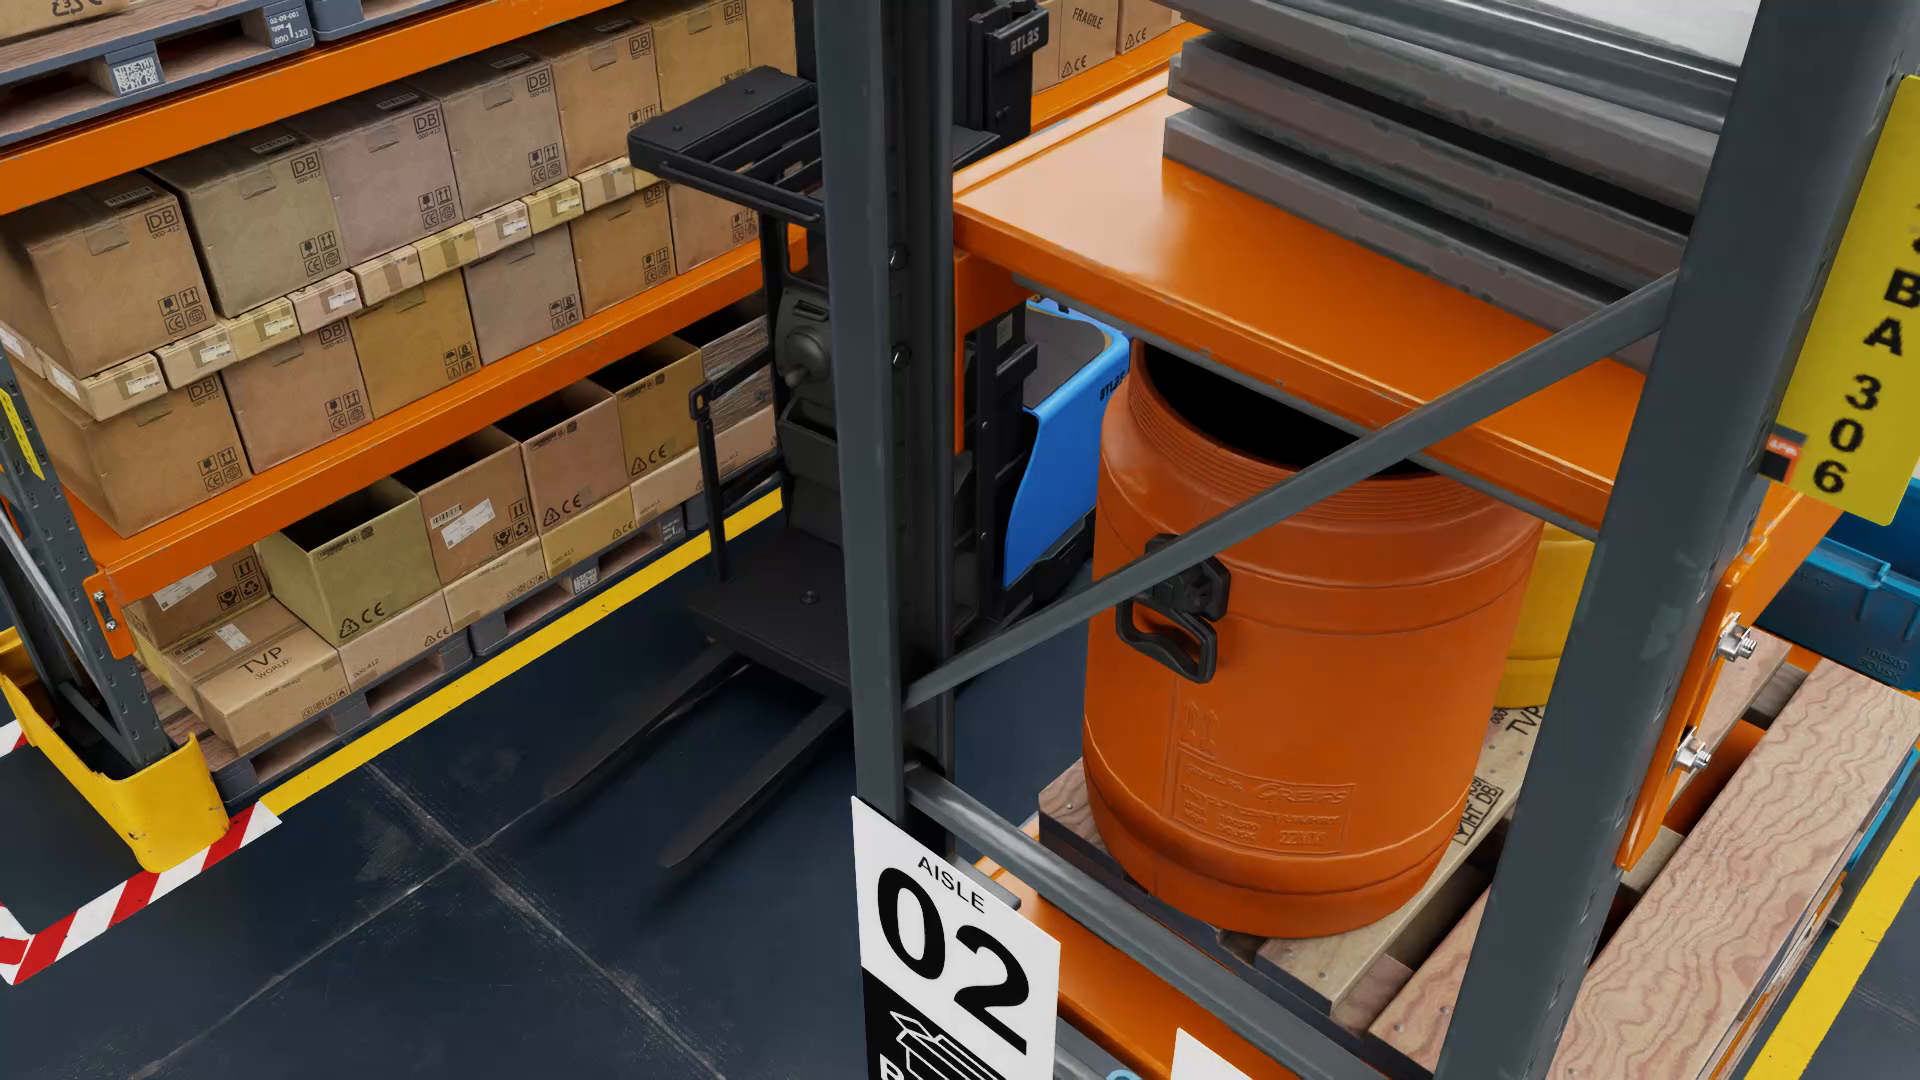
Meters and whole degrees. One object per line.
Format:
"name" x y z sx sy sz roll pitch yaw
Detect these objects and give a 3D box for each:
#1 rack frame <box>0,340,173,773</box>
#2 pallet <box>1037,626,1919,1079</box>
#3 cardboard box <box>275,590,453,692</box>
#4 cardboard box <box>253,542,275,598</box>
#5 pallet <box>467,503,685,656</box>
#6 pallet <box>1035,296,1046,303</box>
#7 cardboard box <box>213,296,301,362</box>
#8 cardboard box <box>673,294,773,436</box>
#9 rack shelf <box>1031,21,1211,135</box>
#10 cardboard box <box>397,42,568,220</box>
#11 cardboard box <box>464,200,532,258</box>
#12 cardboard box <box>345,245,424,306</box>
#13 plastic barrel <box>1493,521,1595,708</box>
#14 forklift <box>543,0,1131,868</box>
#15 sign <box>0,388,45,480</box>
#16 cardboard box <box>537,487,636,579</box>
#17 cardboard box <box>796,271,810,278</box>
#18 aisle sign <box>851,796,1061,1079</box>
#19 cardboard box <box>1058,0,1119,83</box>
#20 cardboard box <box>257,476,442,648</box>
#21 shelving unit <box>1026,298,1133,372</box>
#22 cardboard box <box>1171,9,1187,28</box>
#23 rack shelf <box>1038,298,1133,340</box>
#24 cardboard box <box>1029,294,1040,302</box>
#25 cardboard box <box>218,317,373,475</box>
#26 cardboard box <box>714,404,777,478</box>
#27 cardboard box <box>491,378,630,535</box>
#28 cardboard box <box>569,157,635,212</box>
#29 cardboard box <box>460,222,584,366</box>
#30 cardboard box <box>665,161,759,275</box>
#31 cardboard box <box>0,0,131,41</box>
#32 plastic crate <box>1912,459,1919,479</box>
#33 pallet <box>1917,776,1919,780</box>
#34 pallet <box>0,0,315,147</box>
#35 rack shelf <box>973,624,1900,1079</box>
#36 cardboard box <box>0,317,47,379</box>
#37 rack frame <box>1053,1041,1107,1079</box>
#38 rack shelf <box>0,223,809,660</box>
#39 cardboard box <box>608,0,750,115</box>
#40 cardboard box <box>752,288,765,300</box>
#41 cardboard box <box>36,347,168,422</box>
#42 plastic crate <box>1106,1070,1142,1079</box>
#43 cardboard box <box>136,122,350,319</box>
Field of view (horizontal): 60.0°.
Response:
"rack frame" -3.398 -0.207 5.883 1.000 3.000 0.127 30 47 32
"pallet" 0.886 0.436 2.817 1.003 0.211 1.213 30 47 32
"cardboard box" -2.537 0.321 7.092 0.500 0.250 0.500 30 47 32
"cardboard box" -2.926 0.100 7.370 0.500 0.250 0.500 30 47 32
"pallet" -2.090 -0.042 7.917 1.003 0.211 1.213 30 47 32
"pallet" -0.231 -1.308 9.509 1.003 0.211 1.213 30 47 32
"cardboard box" -2.629 -0.826 6.061 0.380 0.149 0.250 30 47 32
"cardboard box" -1.197 -0.896 8.020 0.500 0.500 0.500 30 47 32
"rack shelf" 0.650 -2.682 9.574 1.077 0.370 4.000 30 47 32
"cardboard box" -2.010 -1.693 6.630 0.700 0.500 0.500 30 47 32
"cardboard box" -1.937 -1.295 6.651 0.380 0.149 0.250 30 47 32
"cardboard box" -2.279 -1.065 6.361 0.380 0.149 0.250 28 46 31
"plastic barrel" 0.931 -0.114 2.868 0.600 0.588 0.600 0 38 0
"forklift" -0.477 -0.649 6.494 1.130 2.935 3.031 24 44 27
"sign" -2.992 -0.341 5.293 0.100 0.325 0.005 30 47 32
"cardboard box" -1.859 -0.136 7.667 0.500 0.250 0.500 30 47 32
"cardboard box" -0.634 -1.445 9.312 0.500 0.250 0.500 29 47 31
"aisle sign" -0.012 0.766 2.572 0.394 0.787 0.004 30 47 32
"cardboard box" 0.524 -2.902 9.192 0.500 0.500 0.500 30 47 32
"cardboard box" -2.536 0.028 6.857 0.500 0.500 0.500 30 47 32
"shelving unit" 0.587 -1.185 8.319 0.538 1.500 1.048 24 44 27
"cardboard box" 1.180 -3.174 9.817 0.250 0.149 0.380 -30 48 -32
"rack shelf" 0.587 -1.044 8.431 0.538 0.185 1.000 24 44 27
"cardboard box" 0.101 -1.448 9.316 0.500 0.250 0.500 31 48 33
"cardboard box" -2.723 -0.698 6.421 0.700 0.500 0.500 31 48 33
"cardboard box" -1.195 -0.602 8.252 0.500 0.250 0.500 30 47 32
"cardboard box" -1.858 -0.429 7.433 0.500 0.500 0.500 30 47 32
"cardboard box" -1.582 -1.540 6.958 0.380 0.149 0.250 31 48 33
"cardboard box" -2.031 -1.167 7.011 0.700 0.500 0.500 31 48 33
"cardboard box" -1.345 -1.632 7.595 0.700 0.500 0.500 29 47 31
"cardboard box" -3.007 -1.903 5.073 0.637 0.503 0.797 -31 48 -33
"plastic crate" 2.170 -0.126 3.584 0.243 0.136 0.396 30 47 32
"pallet" 3.456 0.752 6.919 1.003 0.211 1.213 30 47 32
"pallet" -2.902 -1.660 5.372 1.003 0.211 1.213 30 47 32
"rack shelf" 1.605 0.064 3.711 1.077 0.370 4.000 30 47 32
"cardboard box" -3.281 -0.755 5.972 0.380 0.149 0.250 29 47 31
"rack frame" 0.256 1.875 3.266 1.000 3.000 0.127 30 47 32
"rack shelf" -2.049 -0.844 7.263 1.077 0.370 4.000 30 47 32
"cardboard box" -1.334 -2.152 7.207 0.700 0.500 0.500 30 47 32
"cardboard box" -1.243 -1.344 8.584 0.500 0.500 0.500 30 47 32
"cardboard box" -2.974 -0.590 5.763 0.380 0.149 0.250 29 47 32
"plastic crate" 0.373 1.578 3.759 0.499 0.251 0.616 30 47 32
"cardboard box" -2.687 -1.231 6.049 0.700 0.500 0.500 28 46 31
